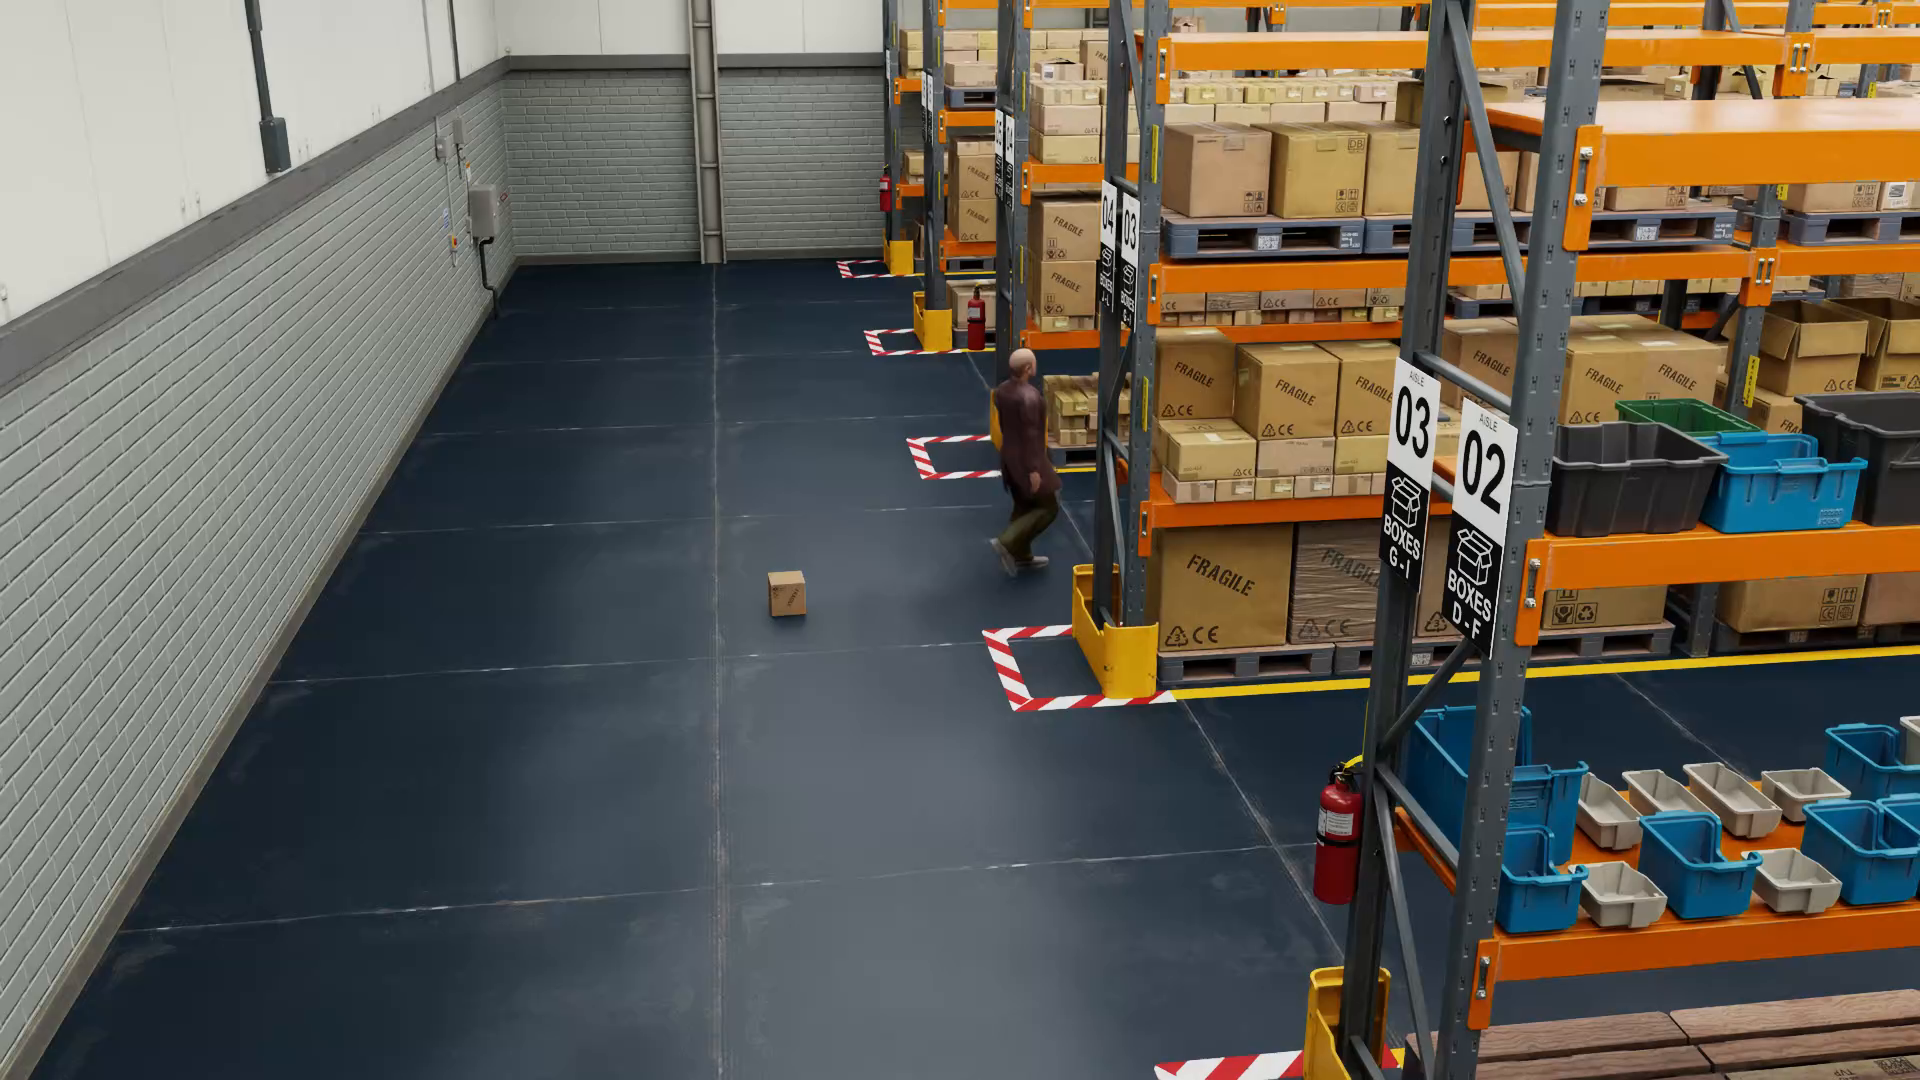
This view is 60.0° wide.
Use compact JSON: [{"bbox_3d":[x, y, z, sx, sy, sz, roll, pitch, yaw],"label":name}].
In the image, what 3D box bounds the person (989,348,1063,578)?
[{"bbox_3d":[0.459,-0.581,12.622,0.577,1.768,0.608,-9,21,-23],"label":"person"}]
